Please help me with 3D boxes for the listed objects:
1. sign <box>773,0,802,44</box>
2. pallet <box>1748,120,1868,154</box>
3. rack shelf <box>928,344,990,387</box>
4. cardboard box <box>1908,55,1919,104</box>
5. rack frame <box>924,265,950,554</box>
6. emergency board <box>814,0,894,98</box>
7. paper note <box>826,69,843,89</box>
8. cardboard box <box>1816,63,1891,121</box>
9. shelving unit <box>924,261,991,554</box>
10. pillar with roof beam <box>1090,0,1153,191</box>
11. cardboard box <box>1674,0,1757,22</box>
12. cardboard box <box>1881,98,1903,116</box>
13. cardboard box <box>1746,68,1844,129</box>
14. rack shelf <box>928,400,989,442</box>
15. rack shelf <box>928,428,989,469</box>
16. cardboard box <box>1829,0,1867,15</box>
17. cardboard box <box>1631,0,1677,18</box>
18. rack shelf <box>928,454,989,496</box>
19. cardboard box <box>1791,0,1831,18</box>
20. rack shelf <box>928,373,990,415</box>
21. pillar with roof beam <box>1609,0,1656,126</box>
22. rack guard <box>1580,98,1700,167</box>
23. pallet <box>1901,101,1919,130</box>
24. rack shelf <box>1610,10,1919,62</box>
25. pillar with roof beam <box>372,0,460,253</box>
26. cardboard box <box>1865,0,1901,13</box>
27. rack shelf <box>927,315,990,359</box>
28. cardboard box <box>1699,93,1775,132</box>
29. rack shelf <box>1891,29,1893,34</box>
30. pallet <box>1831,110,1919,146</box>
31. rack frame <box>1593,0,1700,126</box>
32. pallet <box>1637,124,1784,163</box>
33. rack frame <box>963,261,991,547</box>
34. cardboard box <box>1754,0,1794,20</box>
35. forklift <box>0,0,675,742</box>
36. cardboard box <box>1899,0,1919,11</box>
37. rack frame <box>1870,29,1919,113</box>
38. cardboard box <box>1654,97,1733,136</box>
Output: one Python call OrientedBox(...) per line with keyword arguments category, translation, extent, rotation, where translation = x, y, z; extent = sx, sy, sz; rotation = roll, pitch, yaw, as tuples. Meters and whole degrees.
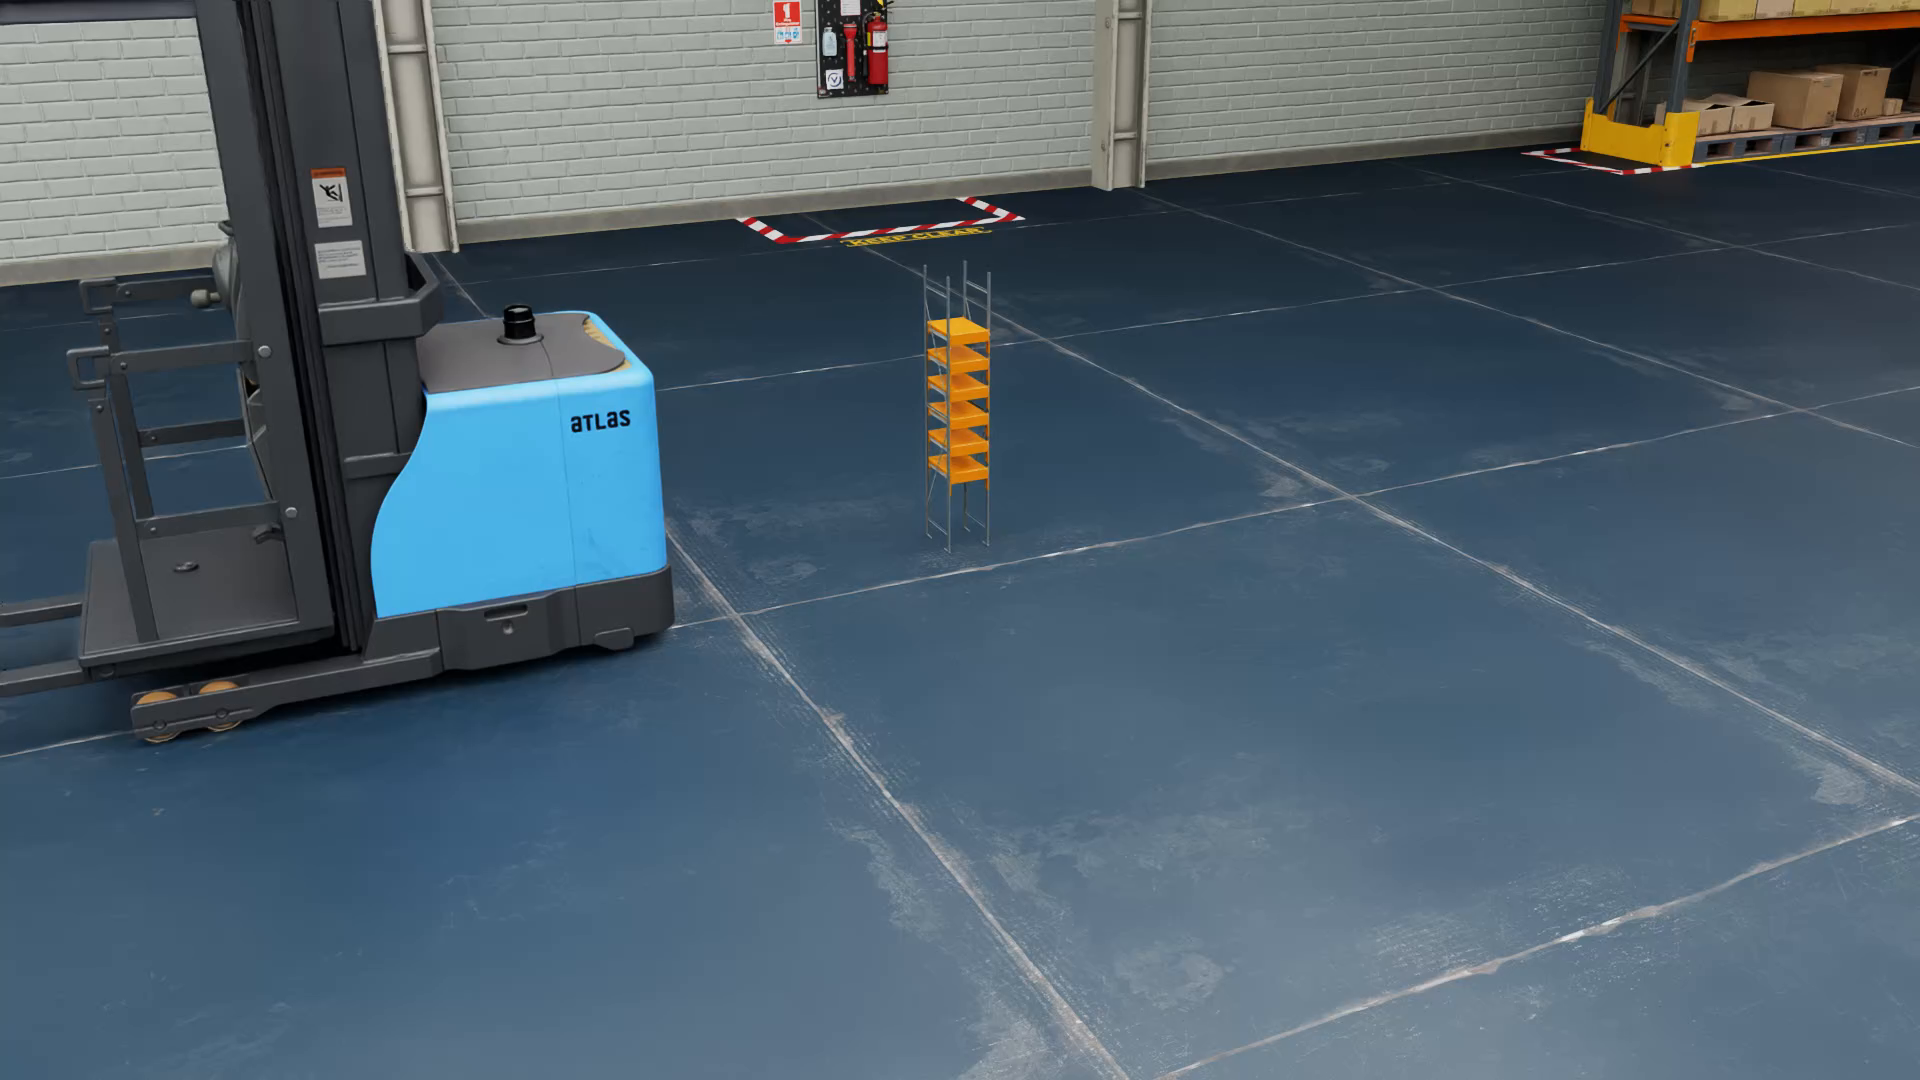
OrientedBox(category="sign", translation=(-1.374, -4.125, 13.247), extent=(0.234, 0.329, 0.001), rotation=(-10, 25, -24))
OrientedBox(category="pallet", translation=(8.477, -4.190, 17.097), extent=(1.213, 0.211, 1.003), rotation=(-10, 25, -24))
OrientedBox(category="rack shelf", translation=(-0.013, -0.733, 6.940), extent=(0.180, 0.103, 0.258), rotation=(-10, 25, -24))
OrientedBox(category="cardboard box", translation=(10.824, -4.982, 18.058), extent=(0.500, 0.500, 0.700), rotation=(-10, 24, -22))
OrientedBox(category="rack frame", translation=(-0.095, -0.537, 6.978), extent=(0.006, 1.200, 0.240), rotation=(-10, 25, -24))
OrientedBox(category="emergency board", translation=(-0.831, -4.165, 13.390), extent=(0.643, 1.169, 0.194), rotation=(-10, 25, -24))
OrientedBox(category="paper note", translation=(-1.020, -3.752, 13.545), extent=(0.142, 0.148, 0.016), rotation=(-10, 25, -24))
OrientedBox(category="cardboard box", translation=(9.250, -4.669, 17.299), extent=(0.500, 0.500, 0.500), rotation=(-12, 26, -28))
OrientedBox(category="shelving unit", translation=(-0.013, -0.552, 7.015), extent=(0.189, 1.200, 0.258), rotation=(-10, 25, -24))
OrientedBox(category="pillar with roof beam", translation=(3.280, -5.850, 9.617), extent=(0.400, 9.000, 9.100), rotation=(-10, 25, -24))
OrientedBox(category="cardboard box", translation=(7.141, -5.054, 15.708), extent=(0.500, 0.250, 0.500), rotation=(-11, 25, -25))
OrientedBox(category="cardboard box", translation=(9.698, -4.601, 17.573), extent=(0.250, 0.166, 0.380), rotation=(-14, 26, -30))
OrientedBox(category="cardboard box", translation=(8.422, -4.474, 16.829), extent=(0.500, 0.500, 0.700), rotation=(-12, 25, -27))
OrientedBox(category="rack shelf", translation=(-0.013, -0.511, 7.032), extent=(0.180, 0.103, 0.258), rotation=(-10, 25, -24))
OrientedBox(category="rack shelf", translation=(-0.013, -0.400, 7.078), extent=(0.180, 0.103, 0.258), rotation=(-10, 25, -24))
OrientedBox(category="cardboard box", translation=(8.520, -5.311, 16.328), extent=(0.500, 0.250, 0.500), rotation=(-10, 25, -23))
OrientedBox(category="cardboard box", translation=(6.900, -5.227, 16.125), extent=(0.500, 0.250, 0.500), rotation=(-10, 25, -23))
OrientedBox(category="rack shelf", translation=(-0.013, -0.289, 7.124), extent=(0.180, 0.103, 0.258), rotation=(-10, 25, -24))
OrientedBox(category="cardboard box", translation=(8.064, -5.228, 16.127), extent=(0.500, 0.250, 0.500), rotation=(-11, 25, -24))
OrientedBox(category="rack shelf", translation=(-0.013, -0.622, 6.986), extent=(0.180, 0.103, 0.258), rotation=(-10, 25, -24))
OrientedBox(category="pillar with roof beam", translation=(8.686, -6.845, 12.021), extent=(0.400, 9.000, 9.100), rotation=(-10, 25, -24))
OrientedBox(category="rack guard", translation=(6.632, -4.000, 16.260), extent=(0.348, 0.500, 1.175), rotation=(-10, 25, -24))
OrientedBox(category="pallet", translation=(10.868, -4.647, 18.201), extent=(1.213, 0.211, 1.003), rotation=(-10, 25, -24))
OrientedBox(category="rack shelf", translation=(8.365, -5.142, 16.691), extent=(4.000, 0.370, 1.077), rotation=(-10, 25, -24))
OrientedBox(category="pillar with roof beam", translation=(-2.127, -4.855, 7.212), extent=(0.400, 9.000, 9.100), rotation=(-10, 25, -24))
OrientedBox(category="cardboard box", translation=(8.973, -5.395, 16.530), extent=(0.500, 0.250, 0.500), rotation=(-11, 25, -24))
OrientedBox(category="rack shelf", translation=(-0.013, -0.844, 6.894), extent=(0.180, 0.103, 0.258), rotation=(-10, 25, -24))
OrientedBox(category="cardboard box", translation=(7.739, -4.282, 16.613), extent=(0.500, 0.311, 0.500), rotation=(-8, 24, -19))
OrientedBox(category="rack shelf", translation=(11.970, -5.806, 18.294), extent=(4.000, 0.370, 1.077), rotation=(-10, 25, -24))
OrientedBox(category="pallet", translation=(9.578, -4.394, 17.590), extent=(1.213, 0.211, 1.003), rotation=(-10, 25, -24))
OrientedBox(category="rack frame", translation=(6.563, -5.143, 15.752), extent=(0.127, 3.000, 1.000), rotation=(-10, 25, -24))
OrientedBox(category="pallet", translation=(7.379, -3.989, 16.612), extent=(1.213, 0.211, 1.003), rotation=(-10, 25, -24))
OrientedBox(category="rack frame", translation=(0.069, -0.567, 7.051), extent=(0.006, 1.200, 0.240), rotation=(-10, 25, -24))
OrientedBox(category="cardboard box", translation=(7.602, -5.145, 15.928), extent=(0.500, 0.250, 0.500), rotation=(-11, 25, -25))
OrientedBox(category="forklift", translation=(-2.645, -0.902, 5.598), extent=(3.031, 2.935, 1.130), rotation=(-10, 24, -22))
OrientedBox(category="cardboard box", translation=(9.420, -5.483, 16.745), extent=(0.500, 0.250, 0.500), rotation=(-10, 25, -23))
OrientedBox(category="rack frame", translation=(10.168, -5.806, 17.355), extent=(0.127, 3.000, 1.000), rotation=(-10, 25, -24))
OrientedBox(category="cardboard box", translation=(7.226, -4.187, 16.384), extent=(0.500, 0.311, 0.500), rotation=(-14, 26, -30))
